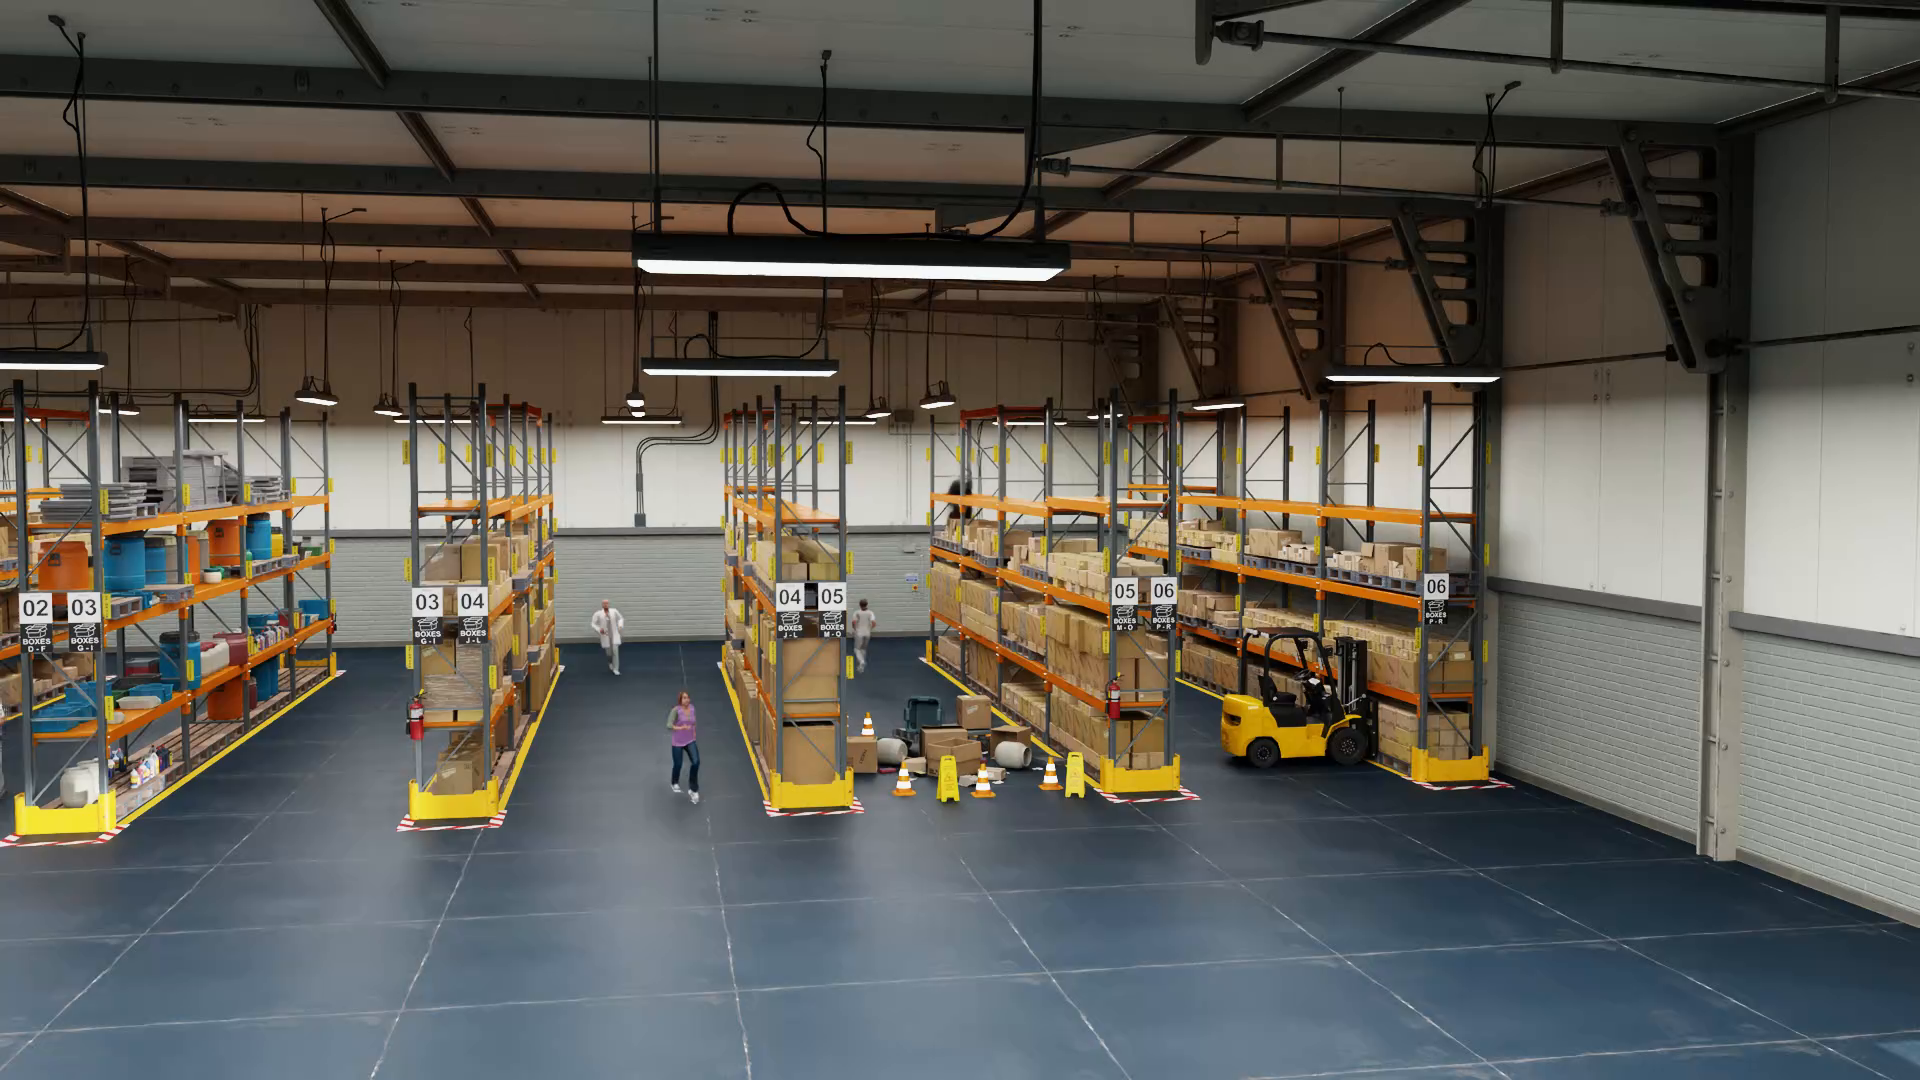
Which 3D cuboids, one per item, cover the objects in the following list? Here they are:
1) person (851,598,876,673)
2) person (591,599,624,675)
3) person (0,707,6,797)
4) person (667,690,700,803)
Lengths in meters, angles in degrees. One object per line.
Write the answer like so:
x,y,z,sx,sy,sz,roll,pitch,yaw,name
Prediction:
-2.113,2.078,36.231,0.548,1.608,0.511,-1,3,-17,person
-8.099,2.213,38.253,0.749,1.726,0.777,-1,3,-20,person
-13.968,2.912,23.822,0.644,1.841,0.802,0,3,-1,person
-4.066,2.990,24.195,0.498,1.635,0.775,-2,3,-28,person
